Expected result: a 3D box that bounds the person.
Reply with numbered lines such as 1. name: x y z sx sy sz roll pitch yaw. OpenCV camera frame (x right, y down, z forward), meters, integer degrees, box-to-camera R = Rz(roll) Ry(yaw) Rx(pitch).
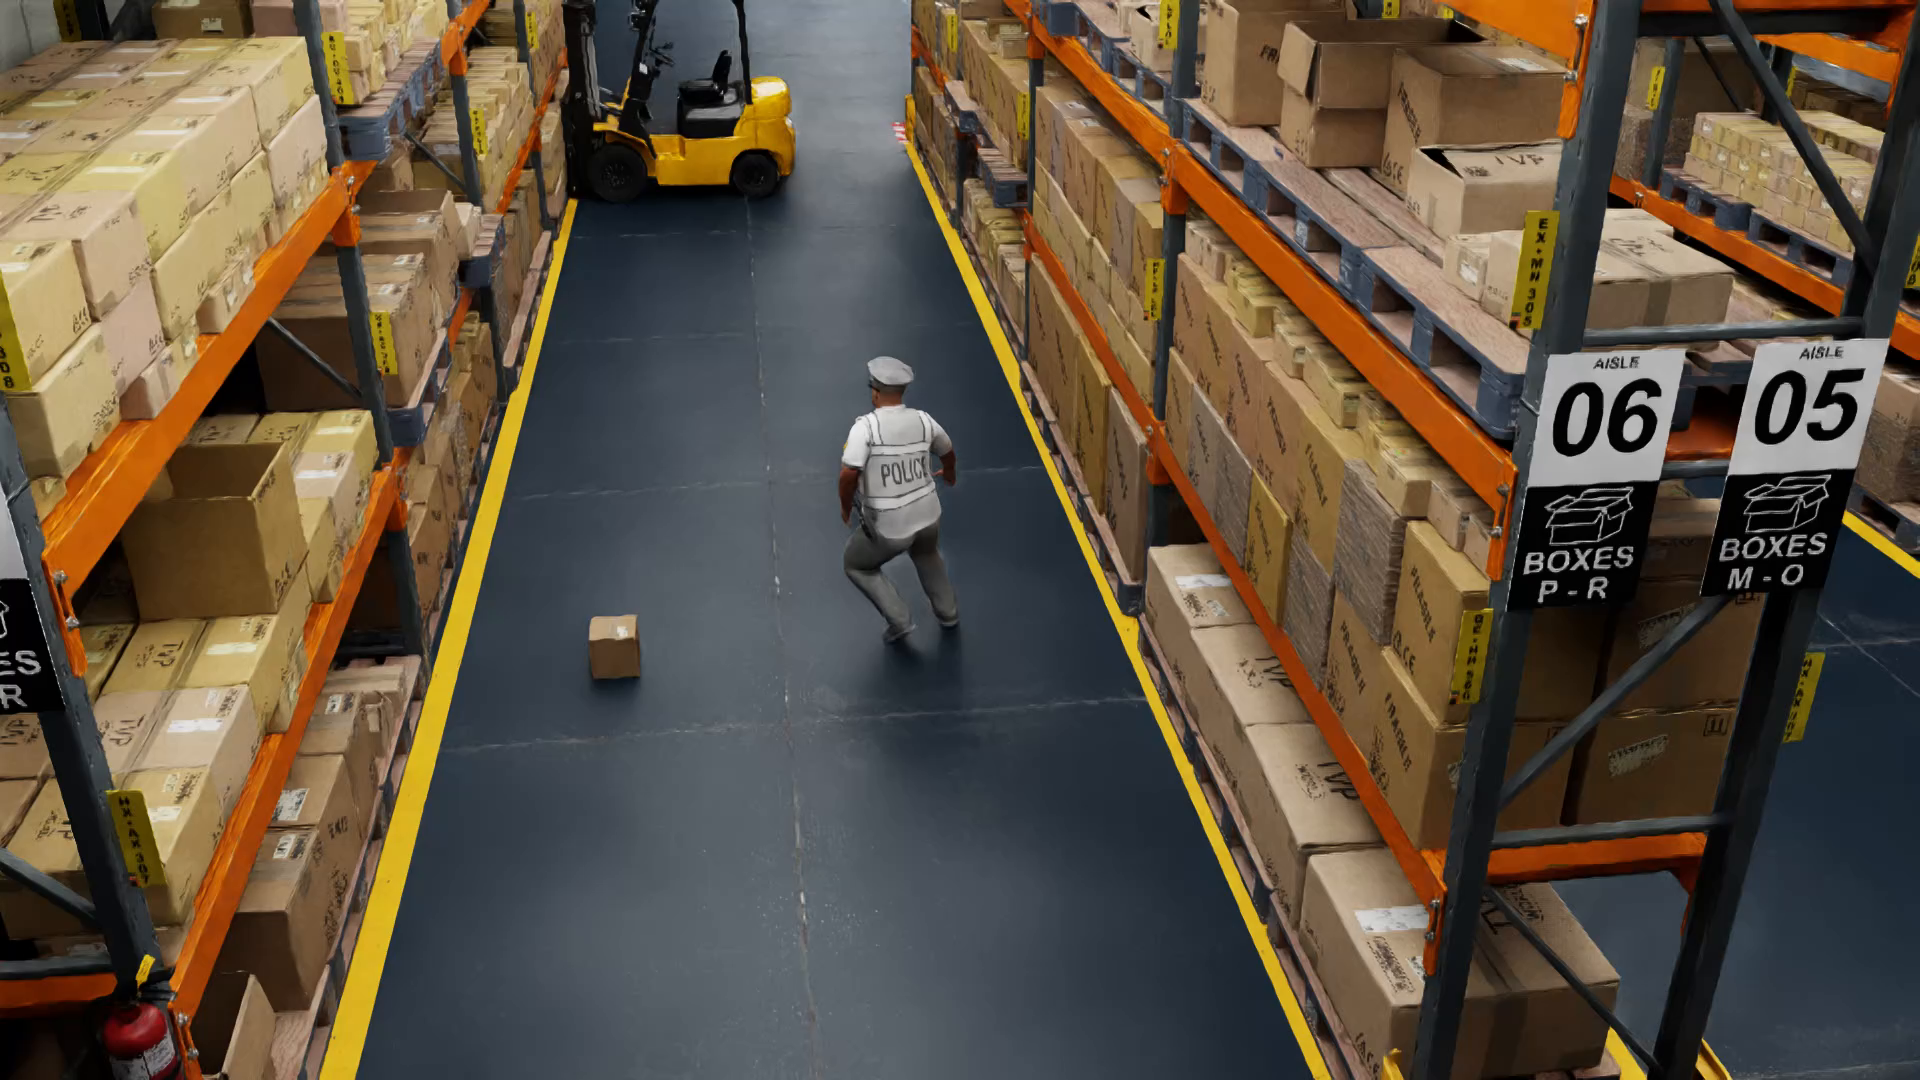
1. person: -0.292 -0.172 9.096 0.934 1.717 0.524 -21 34 -35
